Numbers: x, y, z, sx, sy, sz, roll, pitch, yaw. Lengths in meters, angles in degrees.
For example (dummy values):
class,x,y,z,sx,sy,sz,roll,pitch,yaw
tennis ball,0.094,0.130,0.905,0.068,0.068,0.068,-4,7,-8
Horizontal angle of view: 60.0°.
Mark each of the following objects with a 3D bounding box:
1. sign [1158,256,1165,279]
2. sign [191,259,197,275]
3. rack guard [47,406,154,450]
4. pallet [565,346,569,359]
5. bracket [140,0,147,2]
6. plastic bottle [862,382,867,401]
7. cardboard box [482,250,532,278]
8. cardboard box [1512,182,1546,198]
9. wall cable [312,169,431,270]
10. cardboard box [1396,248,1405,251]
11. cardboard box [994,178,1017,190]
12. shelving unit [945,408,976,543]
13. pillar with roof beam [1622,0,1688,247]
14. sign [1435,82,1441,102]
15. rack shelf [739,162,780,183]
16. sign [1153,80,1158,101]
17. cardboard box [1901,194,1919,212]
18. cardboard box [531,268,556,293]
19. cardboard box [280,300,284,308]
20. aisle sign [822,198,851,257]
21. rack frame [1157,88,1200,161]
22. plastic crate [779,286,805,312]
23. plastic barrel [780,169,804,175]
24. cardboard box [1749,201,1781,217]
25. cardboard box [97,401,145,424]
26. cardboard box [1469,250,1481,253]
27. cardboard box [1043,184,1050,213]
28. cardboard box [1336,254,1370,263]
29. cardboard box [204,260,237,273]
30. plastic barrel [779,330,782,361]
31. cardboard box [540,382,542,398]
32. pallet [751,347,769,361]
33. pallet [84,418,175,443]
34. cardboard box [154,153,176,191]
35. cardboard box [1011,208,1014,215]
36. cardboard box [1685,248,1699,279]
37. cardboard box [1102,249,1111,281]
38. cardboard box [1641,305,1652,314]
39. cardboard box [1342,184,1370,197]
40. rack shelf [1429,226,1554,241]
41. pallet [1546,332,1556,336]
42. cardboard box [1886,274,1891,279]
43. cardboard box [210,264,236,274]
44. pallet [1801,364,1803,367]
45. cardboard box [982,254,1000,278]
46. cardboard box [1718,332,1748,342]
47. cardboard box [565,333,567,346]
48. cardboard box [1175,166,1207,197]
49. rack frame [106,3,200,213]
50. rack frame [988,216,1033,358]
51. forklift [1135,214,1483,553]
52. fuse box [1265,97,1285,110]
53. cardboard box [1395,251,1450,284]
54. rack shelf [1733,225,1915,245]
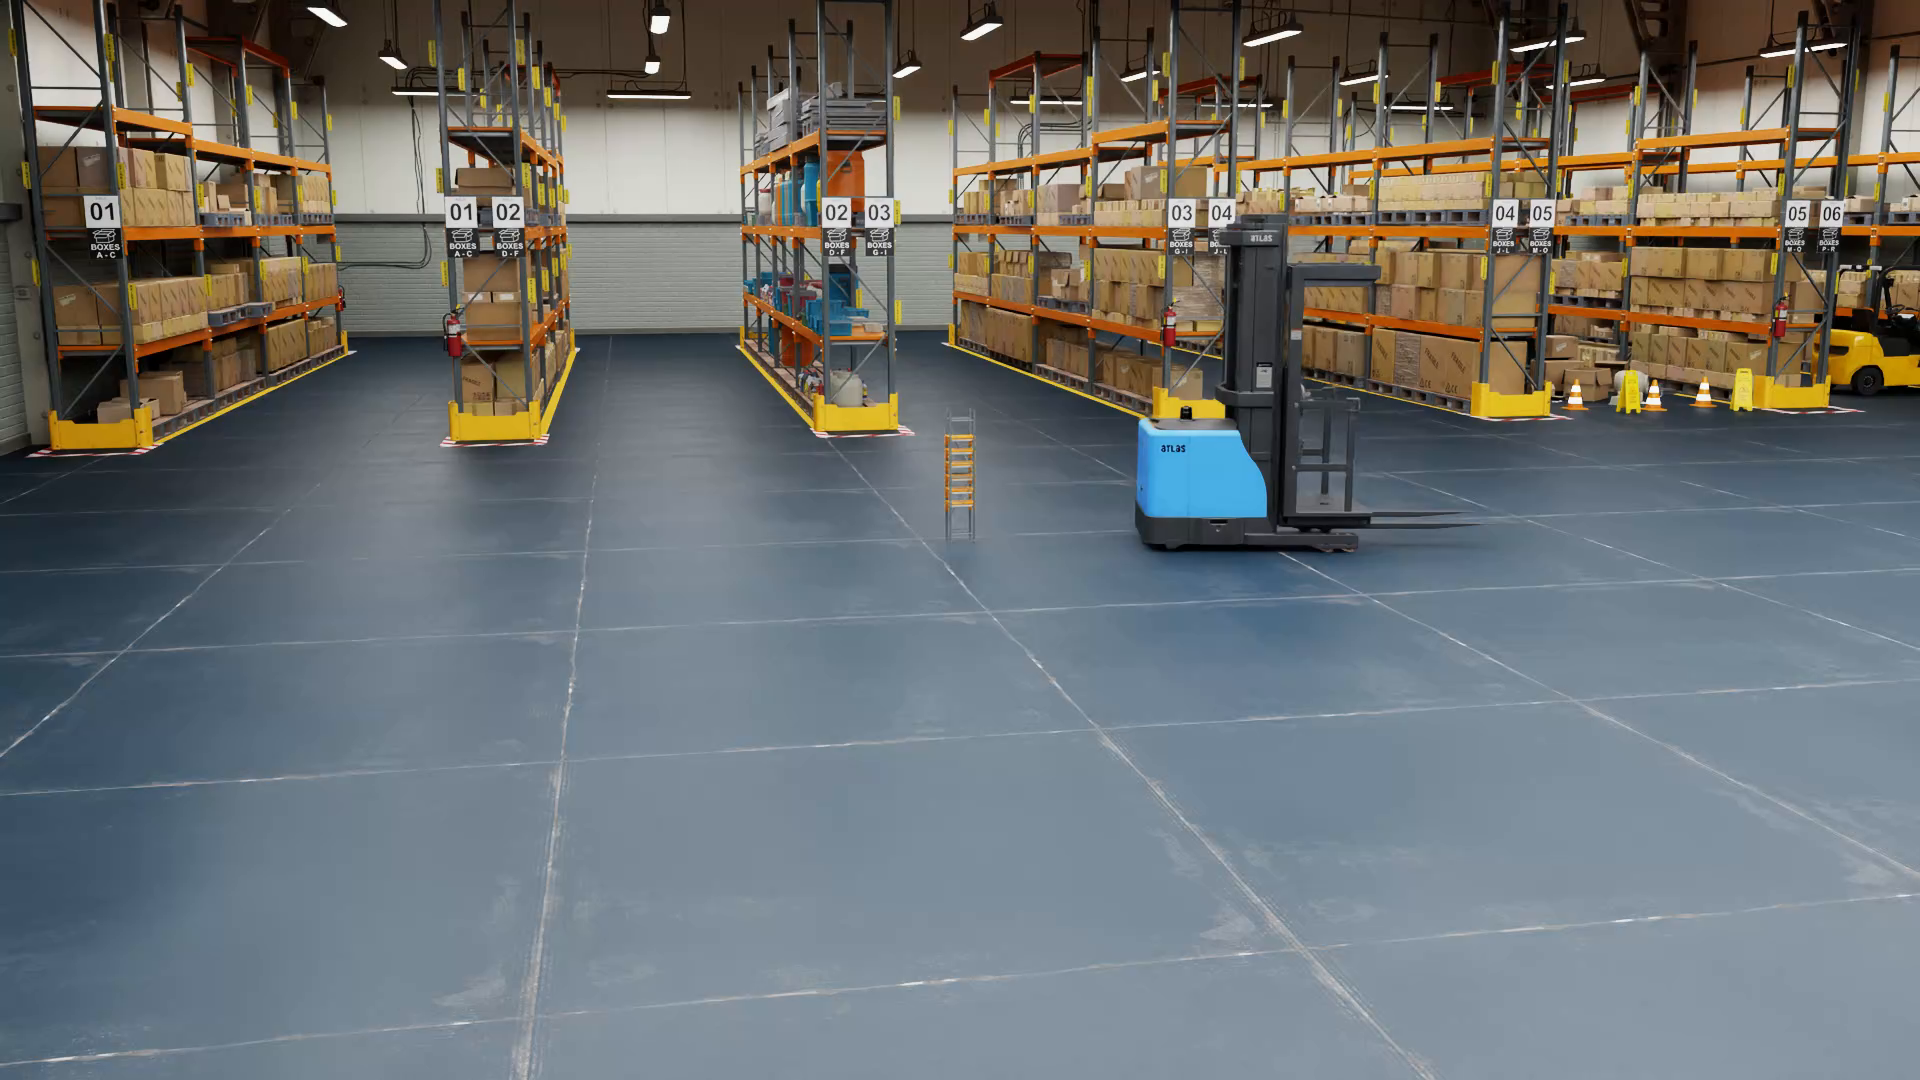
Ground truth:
class,x,y,z,sx,sy,sz,roll,pitch,yaw
sign,2.899,-3.920,23.879,0.100,0.325,0.005,-2,11,-11
sign,-13.229,-4.687,28.756,0.100,0.325,0.005,-2,11,-11
rack guard,-11.144,-1.458,21.571,1.175,0.500,0.348,-2,11,-11
pallet,-8.978,-4.034,35.878,1.003,0.211,1.213,-2,11,-11
bracket,-12.347,-8.046,23.827,0.076,0.066,4.783,-2,11,-11
plastic bottle,-1.458,-2.252,25.178,0.097,0.271,0.097,0,11,0
cardboard box,-6.956,-4.191,25.512,0.700,0.500,0.500,-2,11,-11
cardboard box,8.490,-5.273,25.125,0.500,0.250,0.500,-2,11,-11
wall cable,-14.990,-8.078,41.930,3.097,2.526,0.112,-2,11,-11
cardboard box,10.381,-6.483,38.350,0.500,0.500,0.500,-2,11,-12
cardboard box,0.937,-7.732,36.166,0.500,0.250,0.500,-3,11,-15
shelving unit,0.003,-0.587,15.124,0.258,1.200,0.189,-2,11,-11
pillar with roof beam,12.228,-8.906,37.972,9.100,9.000,0.548,-2,11,-11
sign,8.103,-7.607,28.228,0.100,0.325,0.005,-2,11,-11
rack shelf,-4.134,-7.997,36.191,1.077,0.370,4.000,-2,11,-11
sign,3.205,-7.407,27.388,0.100,0.325,0.005,-2,11,-11
cardboard box,17.181,-6.011,29.634,0.500,0.311,0.500,-2,11,-10
cardboard box,-8.200,-4.987,32.038,0.700,0.500,0.500,-5,12,-25
cardboard box,-12.875,-4.424,31.087,0.380,0.149,0.250,-2,11,-9
aisle sign,-1.688,-4.285,22.788,0.394,0.787,0.004,-2,11,-11
rack frame,5.220,-9.255,39.811,1.000,3.000,0.127,-2,11,-11
plastic crate,-2.953,-4.223,29.245,0.402,0.464,0.583,-2,11,-11
plastic barrel,-3.074,-6.494,31.054,0.600,0.830,0.708,-2,11,-11
cardboard box,12.804,-5.202,26.144,0.500,0.250,0.500,-2,11,-12
cardboard box,-11.175,-1.697,22.159,0.500,0.311,0.500,-3,11,-17
cardboard box,11.057,-5.850,35.024,0.500,0.500,0.500,-2,11,-11
cardboard box,1.826,-6.259,30.484,0.500,0.500,0.500,-2,11,-11
cardboard box,7.252,-4.926,30.165,0.700,0.500,0.500,-2,11,-11
cardboard box,-13.027,-4.786,29.252,0.500,0.250,0.500,-2,11,-9
plastic barrel,-3.298,-3.817,32.609,0.600,0.588,0.708,-2,11,-11
cardboard box,-6.656,-2.273,25.398,0.500,0.250,0.500,-2,11,-11
pallet,-3.926,-3.996,35.682,1.003,0.211,1.213,-2,11,-11
pallet,-11.267,-1.466,22.388,1.003,0.211,1.213,-2,11,-11
cardboard box,-11.315,-5.151,23.275,0.500,0.500,0.500,-3,11,-13
cardboard box,1.256,-6.691,33.907,0.380,0.149,0.250,-3,11,-13
cardboard box,12.603,-4.624,27.785,0.700,0.500,0.500,-2,11,-11
cardboard box,2.606,-4.449,26.864,0.500,0.500,0.500,-2,11,-11
cardboard box,12.237,-4.069,29.277,0.380,0.149,0.250,-2,11,-9
cardboard box,7.389,-6.311,30.703,0.500,0.500,0.500,-2,11,-11
rack shelf,11.223,-6.527,35.420,1.077,0.370,4.000,-2,11,-11
pallet,15.095,-5.158,41.786,1.003,0.211,1.213,-2,11,-11
cardboard box,17.062,-4.787,30.376,0.380,0.149,0.250,-2,11,-12
cardboard box,-12.511,-4.602,28.228,0.380,0.149,0.250,-4,12,-21
pallet,16.602,-3.699,34.118,1.003,0.211,1.213,-2,11,-11
cardboard box,0.762,-5.928,35.975,0.500,0.500,0.500,-2,11,-9
cardboard box,12.619,-3.317,27.147,0.380,0.149,0.250,-2,11,-9
cardboard box,-8.880,-4.386,36.450,0.500,0.250,0.500,-2,11,-11
cardboard box,3.424,-5.409,25.221,0.500,0.500,0.500,-2,11,-11
rack frame,-11.907,-6.352,24.558,1.000,3.000,0.127,-2,11,-11
rack frame,1.113,-5.413,35.667,1.000,3.000,0.127,-2,11,-11
forklift,3.155,-1.430,14.923,3.031,2.935,1.130,0,11,0
fuse box,8.694,-12.045,45.909,0.513,0.334,0.176,-2,11,-11
cardboard box,7.813,-4.546,27.823,0.875,0.550,0.550,-2,11,-11
rack shelf,16.869,-5.974,32.517,1.077,0.370,4.000,-2,11,-11
